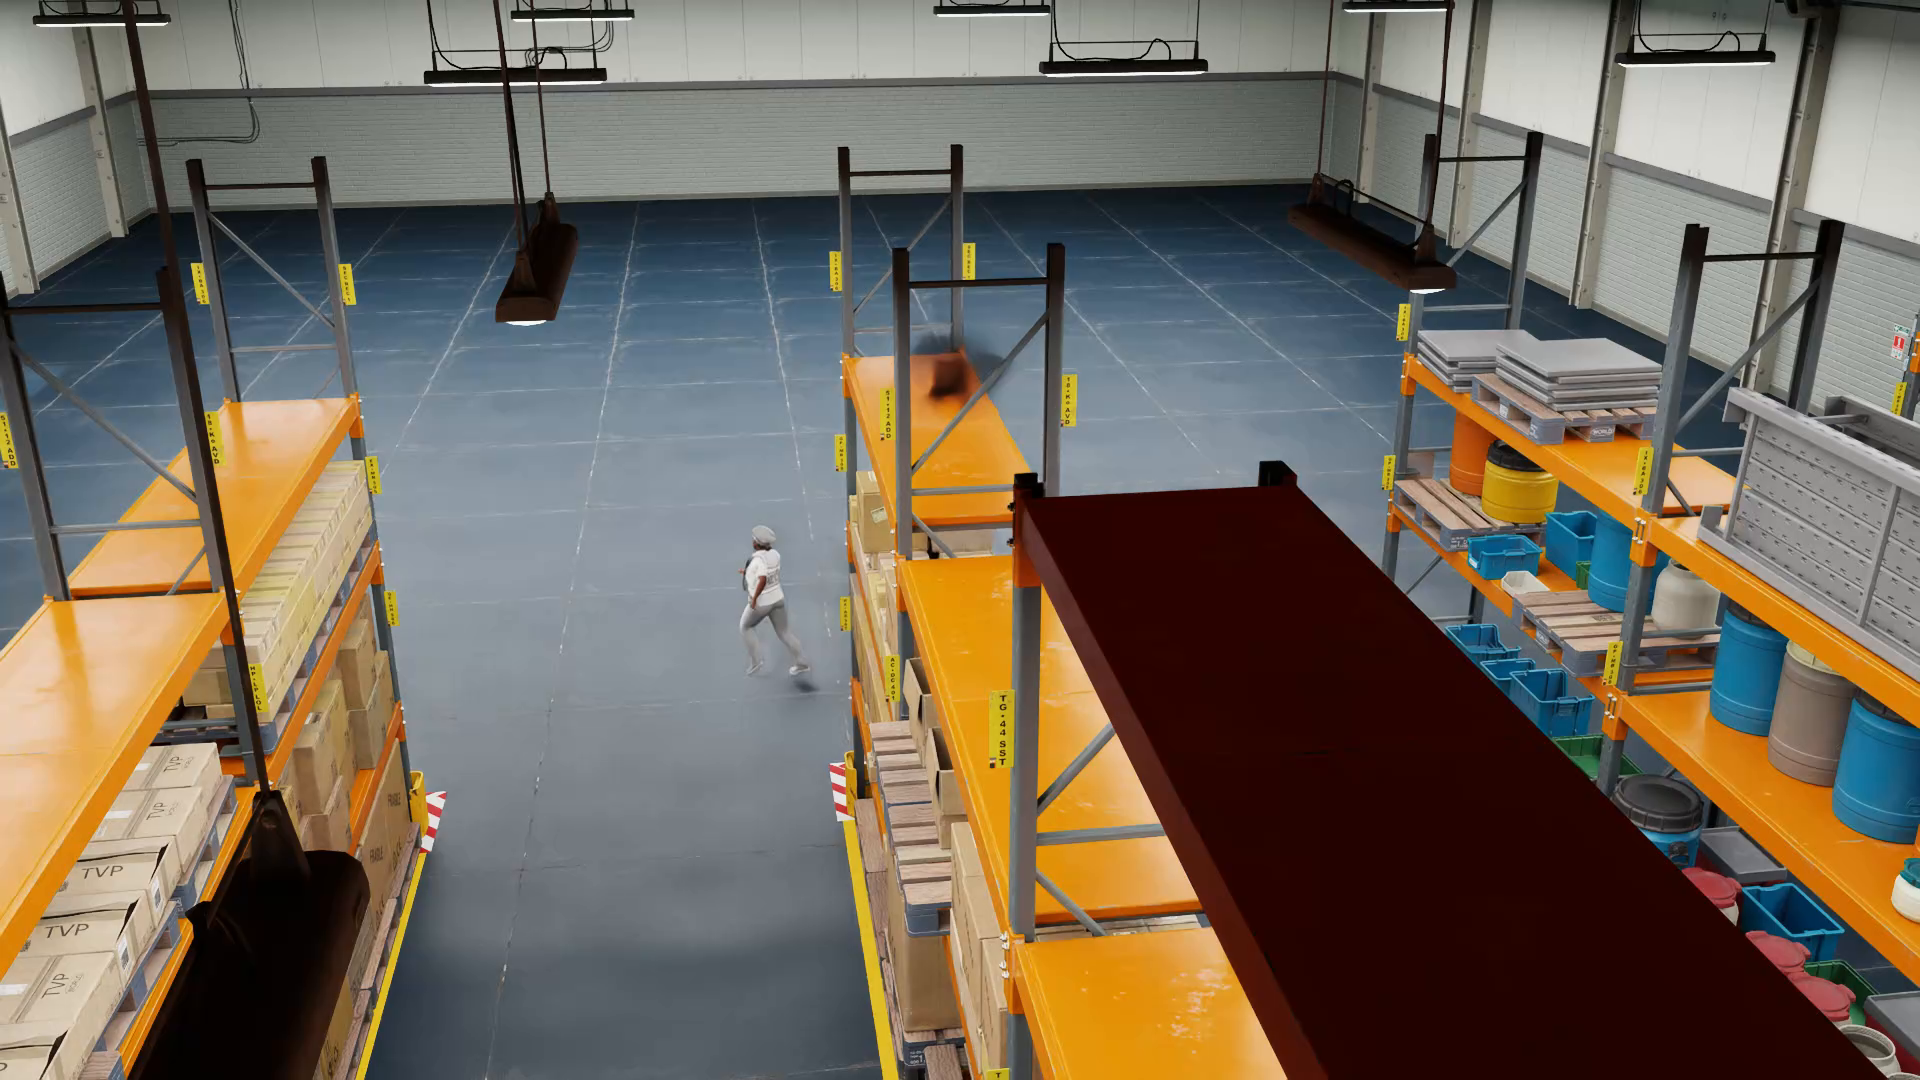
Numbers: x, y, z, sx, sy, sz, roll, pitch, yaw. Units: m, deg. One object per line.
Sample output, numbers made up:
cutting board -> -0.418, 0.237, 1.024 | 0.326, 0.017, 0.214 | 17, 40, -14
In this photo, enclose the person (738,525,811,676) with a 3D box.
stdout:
person -> -2.033, 0.701, 17.594 | 0.882, 1.740, 0.583 | 15, 26, 34
